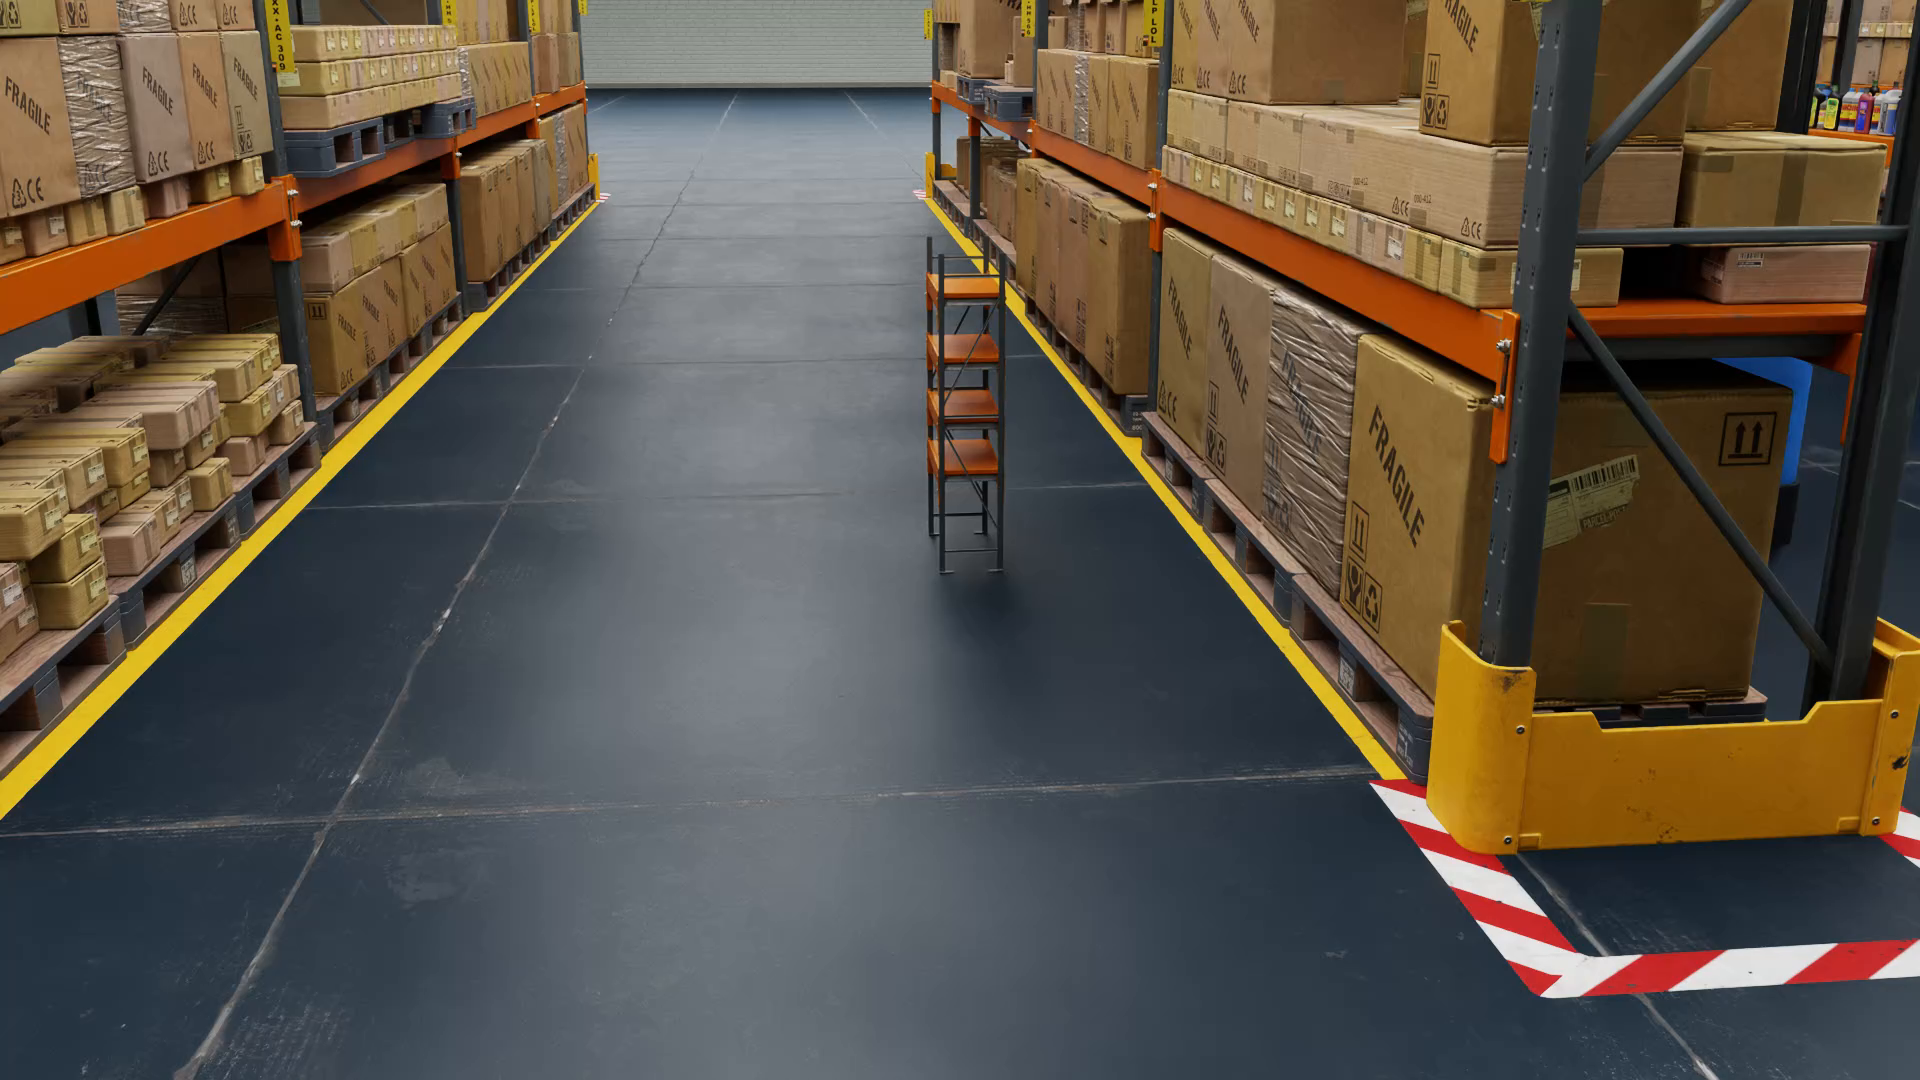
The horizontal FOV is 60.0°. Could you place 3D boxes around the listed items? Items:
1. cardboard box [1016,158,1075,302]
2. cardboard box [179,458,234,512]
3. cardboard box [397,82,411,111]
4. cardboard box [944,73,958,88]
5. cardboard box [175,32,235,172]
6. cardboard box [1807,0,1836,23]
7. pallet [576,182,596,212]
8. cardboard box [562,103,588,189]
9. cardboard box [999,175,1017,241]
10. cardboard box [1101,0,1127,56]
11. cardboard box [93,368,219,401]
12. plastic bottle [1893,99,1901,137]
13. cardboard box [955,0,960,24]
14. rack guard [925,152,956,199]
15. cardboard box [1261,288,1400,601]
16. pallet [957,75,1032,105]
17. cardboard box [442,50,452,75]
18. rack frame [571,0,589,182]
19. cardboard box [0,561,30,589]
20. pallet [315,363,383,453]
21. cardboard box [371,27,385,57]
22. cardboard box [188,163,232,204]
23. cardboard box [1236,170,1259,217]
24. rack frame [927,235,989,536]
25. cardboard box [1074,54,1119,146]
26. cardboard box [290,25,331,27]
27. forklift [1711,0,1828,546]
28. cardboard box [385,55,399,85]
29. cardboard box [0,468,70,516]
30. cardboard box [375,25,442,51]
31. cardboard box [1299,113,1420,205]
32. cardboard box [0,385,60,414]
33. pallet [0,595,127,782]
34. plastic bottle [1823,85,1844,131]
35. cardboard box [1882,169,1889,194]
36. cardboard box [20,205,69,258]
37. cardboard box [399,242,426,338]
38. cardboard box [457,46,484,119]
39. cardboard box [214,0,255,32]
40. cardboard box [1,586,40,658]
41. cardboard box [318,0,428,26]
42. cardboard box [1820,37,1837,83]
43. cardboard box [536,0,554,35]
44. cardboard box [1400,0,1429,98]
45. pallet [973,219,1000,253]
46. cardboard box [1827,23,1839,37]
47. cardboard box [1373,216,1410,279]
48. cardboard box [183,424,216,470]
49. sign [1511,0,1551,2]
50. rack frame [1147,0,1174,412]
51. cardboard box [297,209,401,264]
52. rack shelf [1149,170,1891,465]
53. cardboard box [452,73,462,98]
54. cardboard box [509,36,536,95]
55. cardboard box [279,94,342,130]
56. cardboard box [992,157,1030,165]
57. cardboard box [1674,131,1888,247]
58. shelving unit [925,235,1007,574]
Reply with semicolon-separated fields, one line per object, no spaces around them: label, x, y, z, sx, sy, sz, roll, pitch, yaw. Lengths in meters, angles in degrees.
cardboard box;1.058;-2.080;11.141;1.225;0.875;0.875;-3;18;-8
cardboard box;-3.038;-0.210;6.398;0.380;0.149;0.250;-2;18;-6
cardboard box;-3.270;-2.461;9.227;0.380;0.149;0.250;-3;18;-8
cardboard box;0.033;-4.821;17.446;0.380;0.149;0.250;-2;18;-6
cardboard box;-3.140;-1.684;6.371;0.500;0.500;0.500;-2;18;-7
cardboard box;10.137;-6.143;18.904;0.700;0.500;0.500;-2;18;-7
pallet;-4.601;-3.794;18.409;1.003;0.211;1.213;-2;18;-6
cardboard box;-4.626;-4.347;18.361;0.875;0.875;0.875;-2;18;-5
cardboard box;0.726;-2.816;14.077;0.700;0.500;0.500;-3;18;-10
cardboard box;1.207;-3.014;9.428;0.797;0.503;0.637;-1;17;-4
cardboard box;-3.180;-0.582;6.590;0.380;0.149;0.250;-1;17;-4
plastic bottle;5.813;-2.629;10.127;0.144;0.351;0.185;-2;18;-6
cardboard box;0.222;-5.233;16.004;0.500;0.500;0.500;-2;18;-6
rack guard;0.190;-4.268;19.437;1.175;0.500;0.348;-2;18;-6
cardboard box;1.593;-0.362;5.669;0.875;0.875;0.875;-2;18;-6
pallet;0.529;-3.968;14.628;1.003;0.211;1.213;-2;18;-6
cardboard box;-3.403;-2.986;10.404;0.380;0.149;0.250;-1;17;-4
rack frame;-4.761;-5.360;18.743;1.000;3.000;0.127;-2;18;-6
cardboard box;-2.995;0.107;4.890;0.380;0.149;0.250;-2;17;-5
pallet;-3.606;-0.686;8.511;1.003;0.211;1.213;-2;18;-6
cardboard box;-3.216;-2.591;8.647;0.380;0.149;0.250;-2;18;-6
cardboard box;-3.158;-1.432;6.651;0.380;0.149;0.250;-1;17;-3
cardboard box;1.254;-1.304;6.241;0.380;0.149;0.250;-2;17;-5
rack frame;-0.008;-0.596;6.572;0.240;1.200;0.015;-2;18;-6
cardboard box;0.948;-2.539;9.590;0.500;0.500;0.500;-2;18;-5
cardboard box;-4.030;-3.044;10.091;0.380;0.149;0.250;-2;18;-6
forklift;3.141;-1.776;7.442;1.130;2.935;3.031;6;18;17
cardboard box;-3.247;-2.530;8.949;0.380;0.149;0.250;-2;18;-7
cardboard box;-2.982;-0.113;5.093;0.380;0.149;0.250;-3;18;-8
cardboard box;-3.379;-3.056;10.129;0.380;0.149;0.250;-1;17;-4
cardboard box;1.414;-1.226;5.327;0.500;0.250;0.500;-2;18;-8
cardboard box;-3.655;-0.487;6.285;0.380;0.149;0.250;-1;17;-4
pallet;-3.168;0.471;4.823;1.003;0.211;1.213;-2;18;-6
plastic bottle;5.697;-2.810;10.816;0.061;0.283;0.133;-2;18;-6
cardboard box;10.142;-3.766;17.553;0.500;0.250;0.500;-2;18;-6
cardboard box;-3.024;-0.965;5.163;0.380;0.149;0.250;-2;18;-7
cardboard box;-3.488;-1.485;9.870;0.500;0.500;0.500;-3;18;-8
cardboard box;-3.769;-3.318;12.071;0.500;0.500;0.500;-2;18;-6
cardboard box;-3.206;-2.320;6.726;0.500;0.500;0.500;-2;18;-8
cardboard box;-2.988;0.251;4.927;0.380;0.149;0.250;-2;17;-5
cardboard box;-3.973;-3.635;11.413;0.700;0.500;0.500;-2;18;-6
cardboard box;10.176;-5.392;18.677;0.700;0.500;0.500;-2;18;-5
cardboard box;-4.444;-5.192;16.152;0.875;0.550;0.550;-2;18;-6
cardboard box;1.781;-2.058;6.727;0.500;0.500;0.500;-2;18;-5
pallet;0.677;-2.729;15.018;1.003;0.211;1.213;-2;18;-6
cardboard box;9.971;-5.714;18.621;0.380;0.149;0.250;-2;18;-7
cardboard box;1.415;-0.845;4.780;0.380;0.149;0.250;-2;18;-6
cardboard box;-3.116;-0.370;6.411;0.380;0.149;0.250;-1;17;-4
sign;1.292;-1.369;3.702;0.100;0.325;0.005;-2;18;-6
rack frame;1.420;-1.908;7.747;1.000;3.000;0.127;-2;18;-6
cardboard box;-3.443;-1.689;9.271;0.500;0.250;0.500;-1;17;-4
rack shelf;1.626;-0.969;5.957;1.077;0.370;4.000;-2;18;-6
cardboard box;-3.428;-2.924;10.703;0.380;0.149;0.250;-1;17;-5
cardboard box;-4.399;-4.350;15.273;0.875;0.550;0.550;-2;18;-6
cardboard box;-3.107;-1.997;7.749;0.380;0.149;0.250;-3;18;-8
cardboard box;0.594;-3.420;16.034;0.500;0.500;0.500;-2;18;-7
cardboard box;2.052;-0.938;4.411;0.500;0.250;0.500;-2;18;-7
shelving unit;0.017;-0.523;6.340;0.258;1.200;0.503;-2;18;-6
